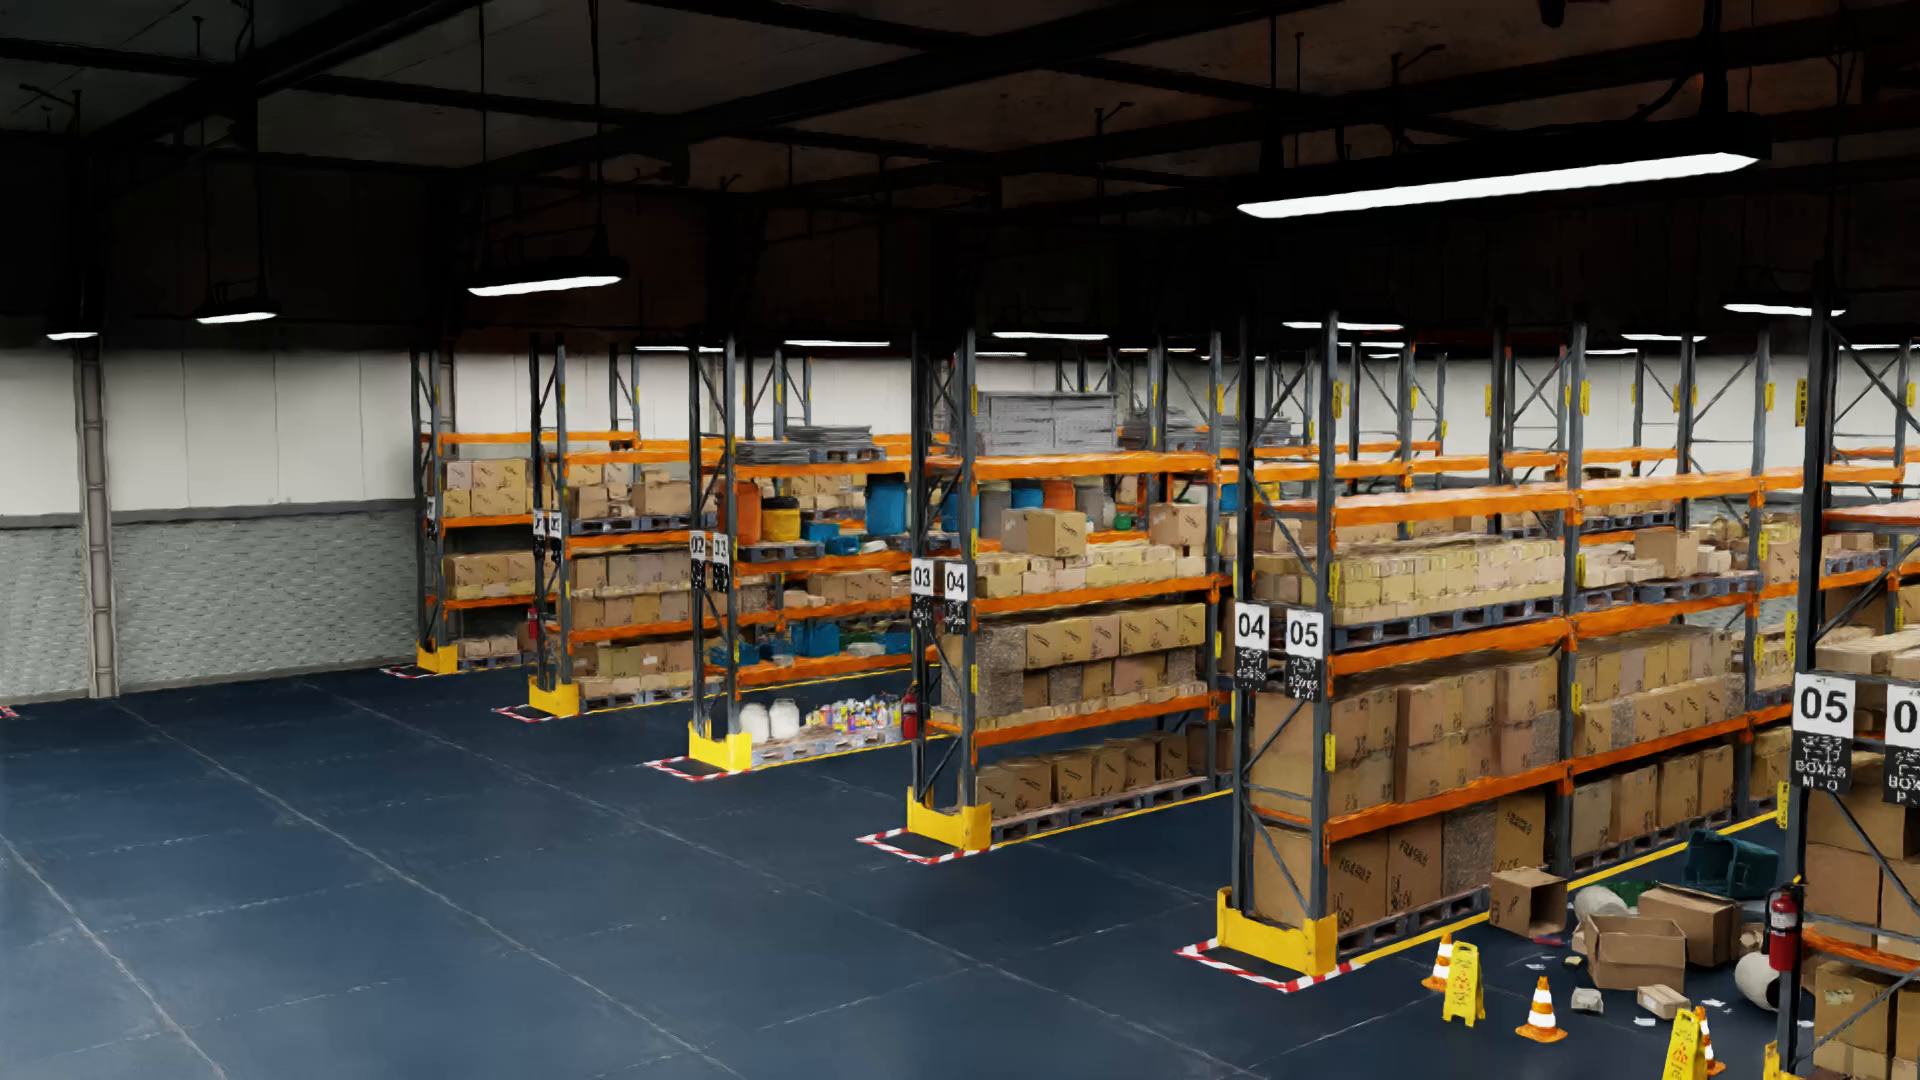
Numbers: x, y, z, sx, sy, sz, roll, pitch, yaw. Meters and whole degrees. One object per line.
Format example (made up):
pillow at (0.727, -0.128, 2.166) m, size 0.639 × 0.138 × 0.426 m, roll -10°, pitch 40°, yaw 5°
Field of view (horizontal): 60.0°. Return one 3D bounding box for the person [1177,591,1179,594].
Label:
person at (5.350, 0.603, 40.081) m, size 1.117 × 1.691 × 0.577 m, roll -4°, pitch 7°, yaw -37°

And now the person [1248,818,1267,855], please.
person at (3.638, 2.680, 18.210) m, size 0.916 × 1.593 × 0.498 m, roll -2°, pitch 6°, yaw -23°
